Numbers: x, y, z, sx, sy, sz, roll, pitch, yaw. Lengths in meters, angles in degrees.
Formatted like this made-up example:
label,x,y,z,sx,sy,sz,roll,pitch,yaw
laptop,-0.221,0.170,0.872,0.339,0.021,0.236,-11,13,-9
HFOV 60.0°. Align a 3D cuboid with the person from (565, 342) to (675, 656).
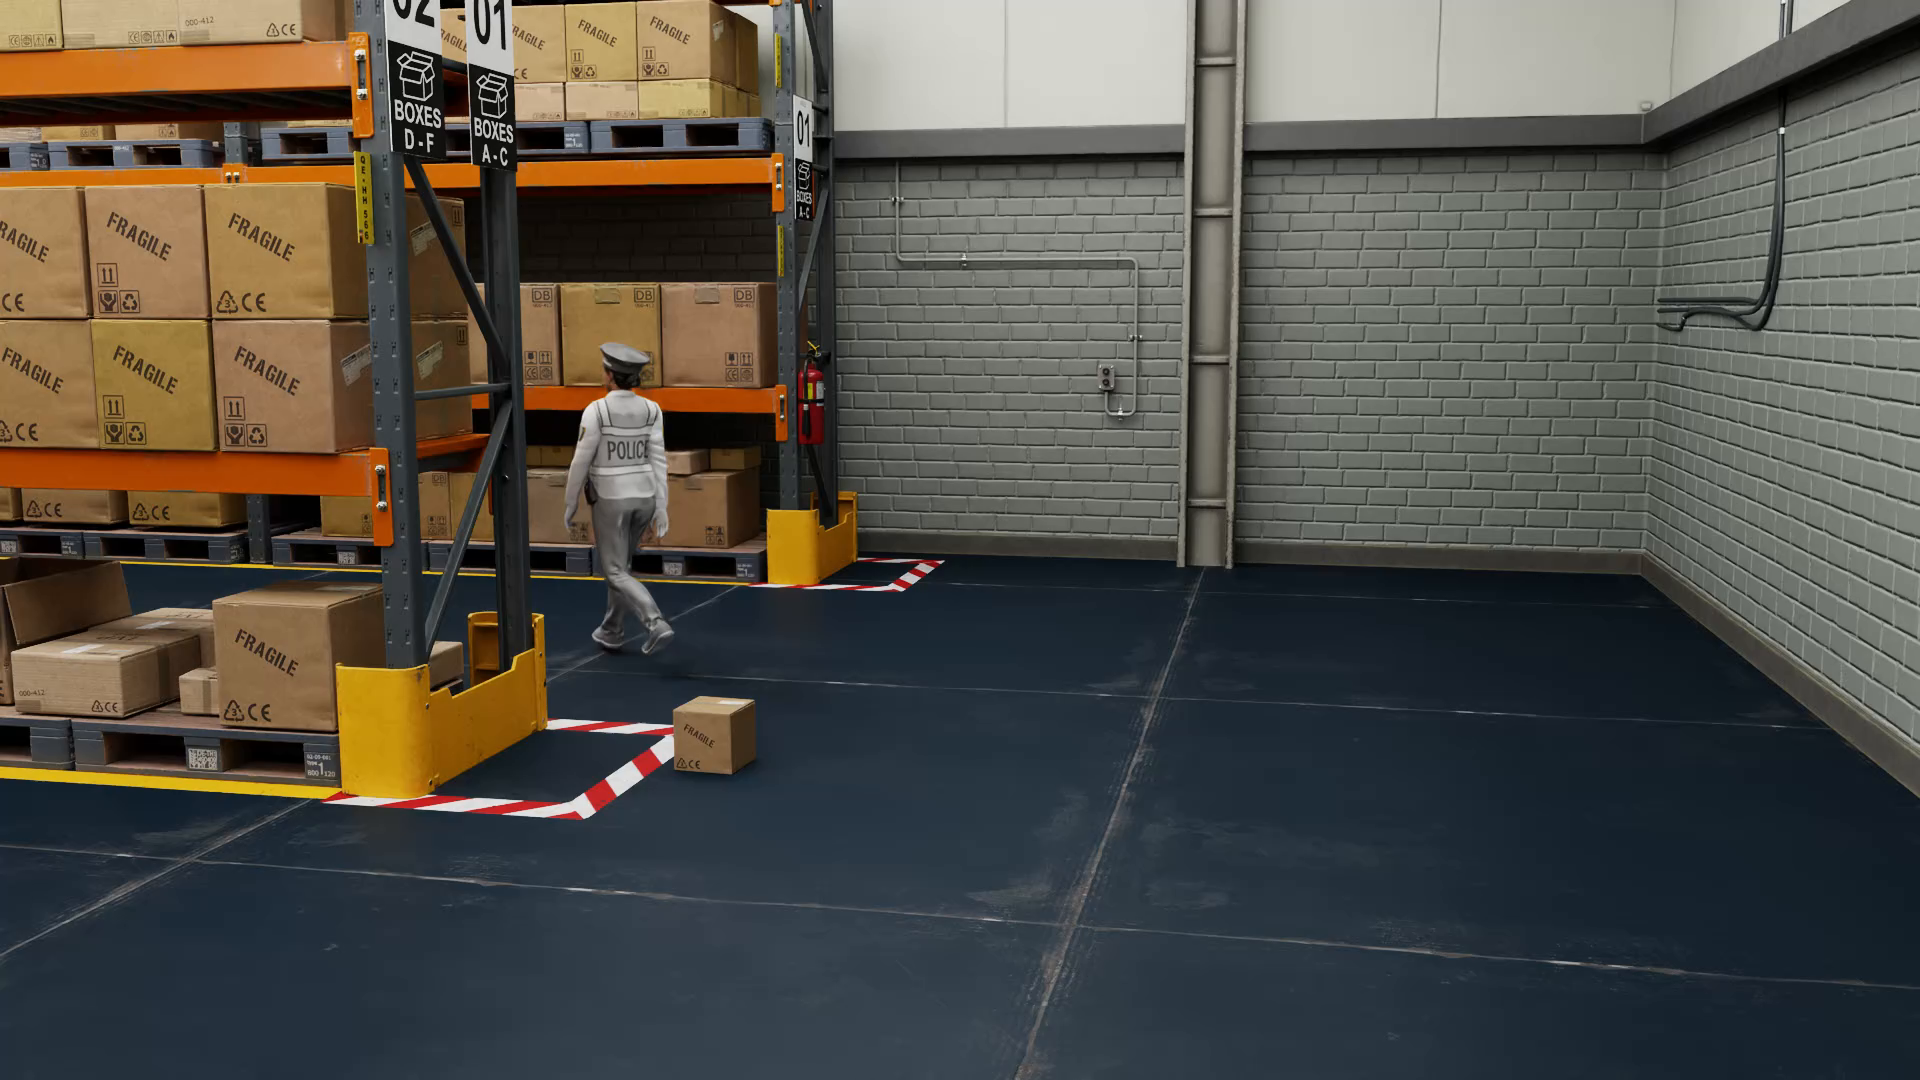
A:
label,x,y,z,sx,sy,sz,roll,pitch,yaw
person,-1.770,-0.201,8.609,0.494,1.638,0.932,-7,11,-41
